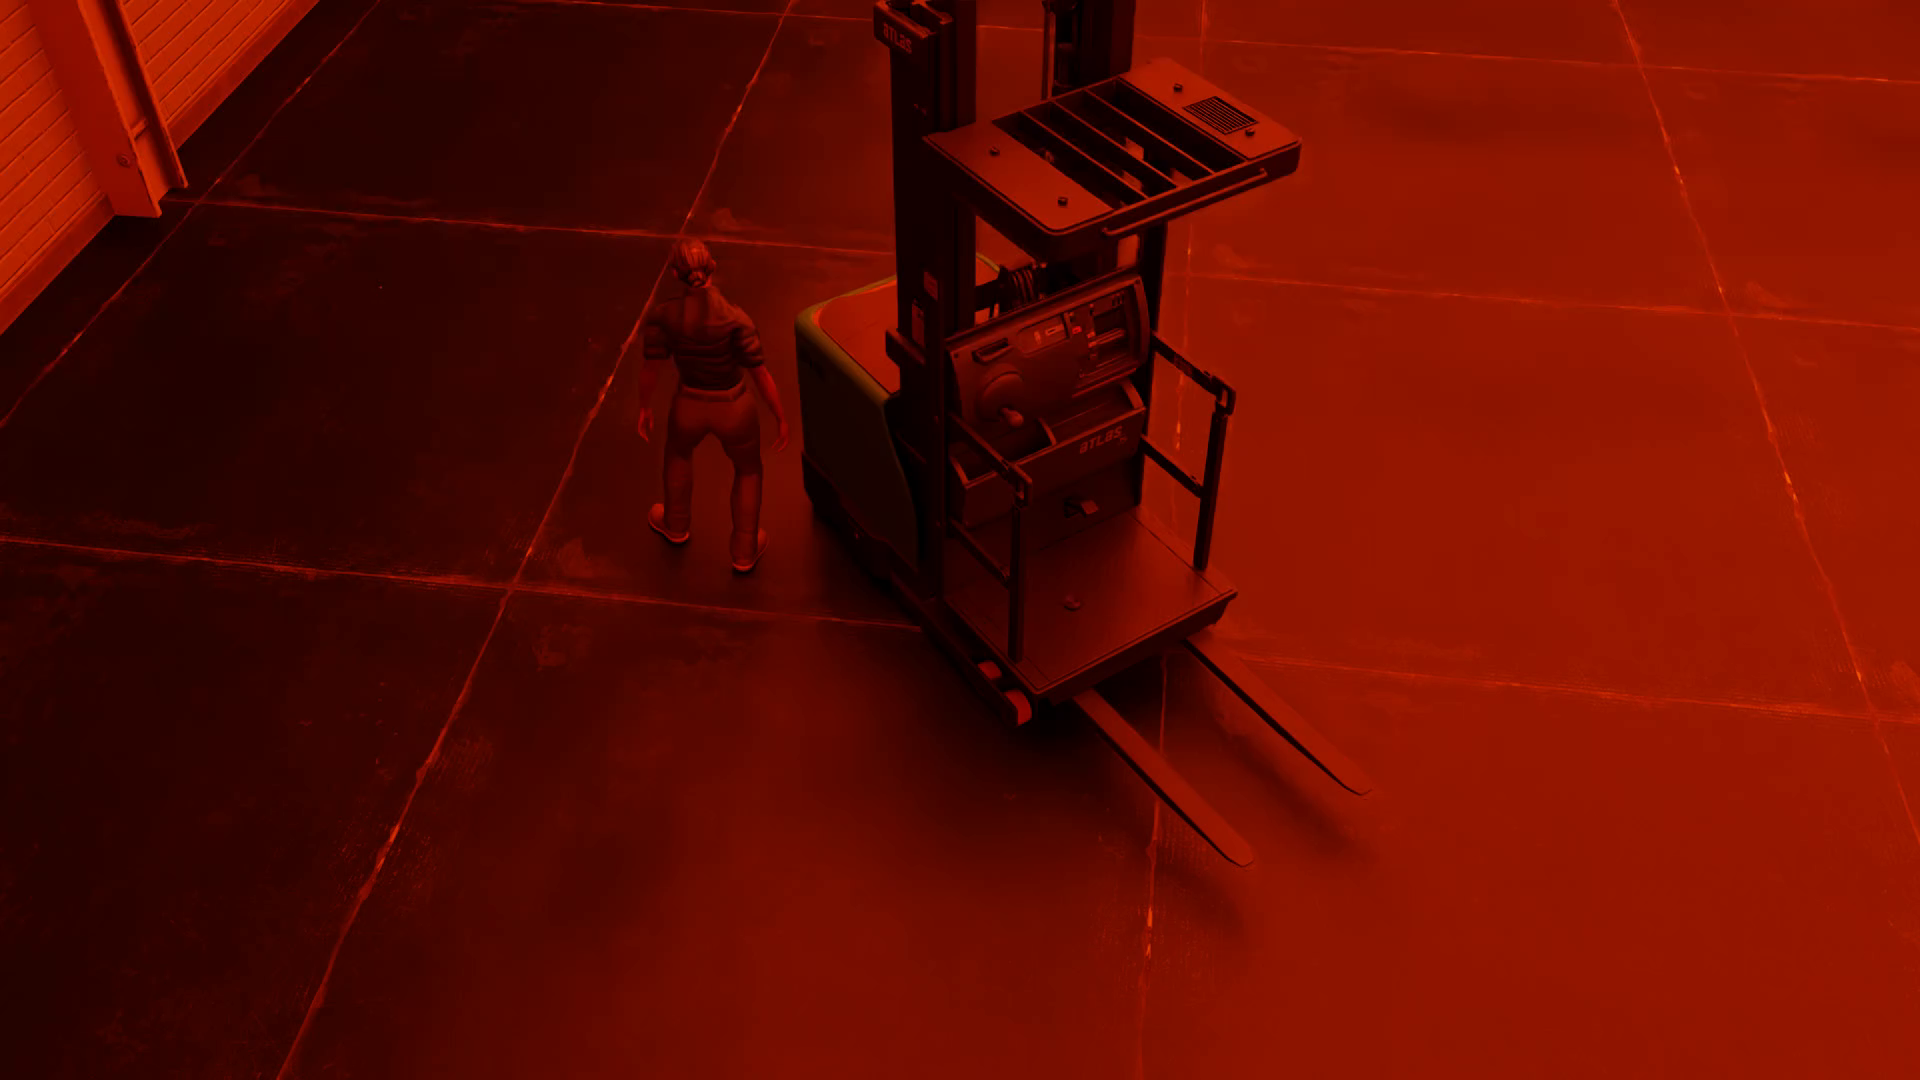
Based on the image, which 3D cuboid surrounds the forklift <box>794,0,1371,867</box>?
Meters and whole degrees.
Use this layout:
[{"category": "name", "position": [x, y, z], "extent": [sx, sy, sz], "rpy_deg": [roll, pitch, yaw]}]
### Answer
[{"category": "forklift", "position": [0.486, -0.663, 6.446], "extent": [1.130, 2.935, 3.031], "rpy_deg": [-25, 48, -24]}]

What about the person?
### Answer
[{"category": "person", "position": [-1.122, -0.577, 7.332], "extent": [0.791, 1.628, 0.385], "rpy_deg": [6, 43, 6]}]
